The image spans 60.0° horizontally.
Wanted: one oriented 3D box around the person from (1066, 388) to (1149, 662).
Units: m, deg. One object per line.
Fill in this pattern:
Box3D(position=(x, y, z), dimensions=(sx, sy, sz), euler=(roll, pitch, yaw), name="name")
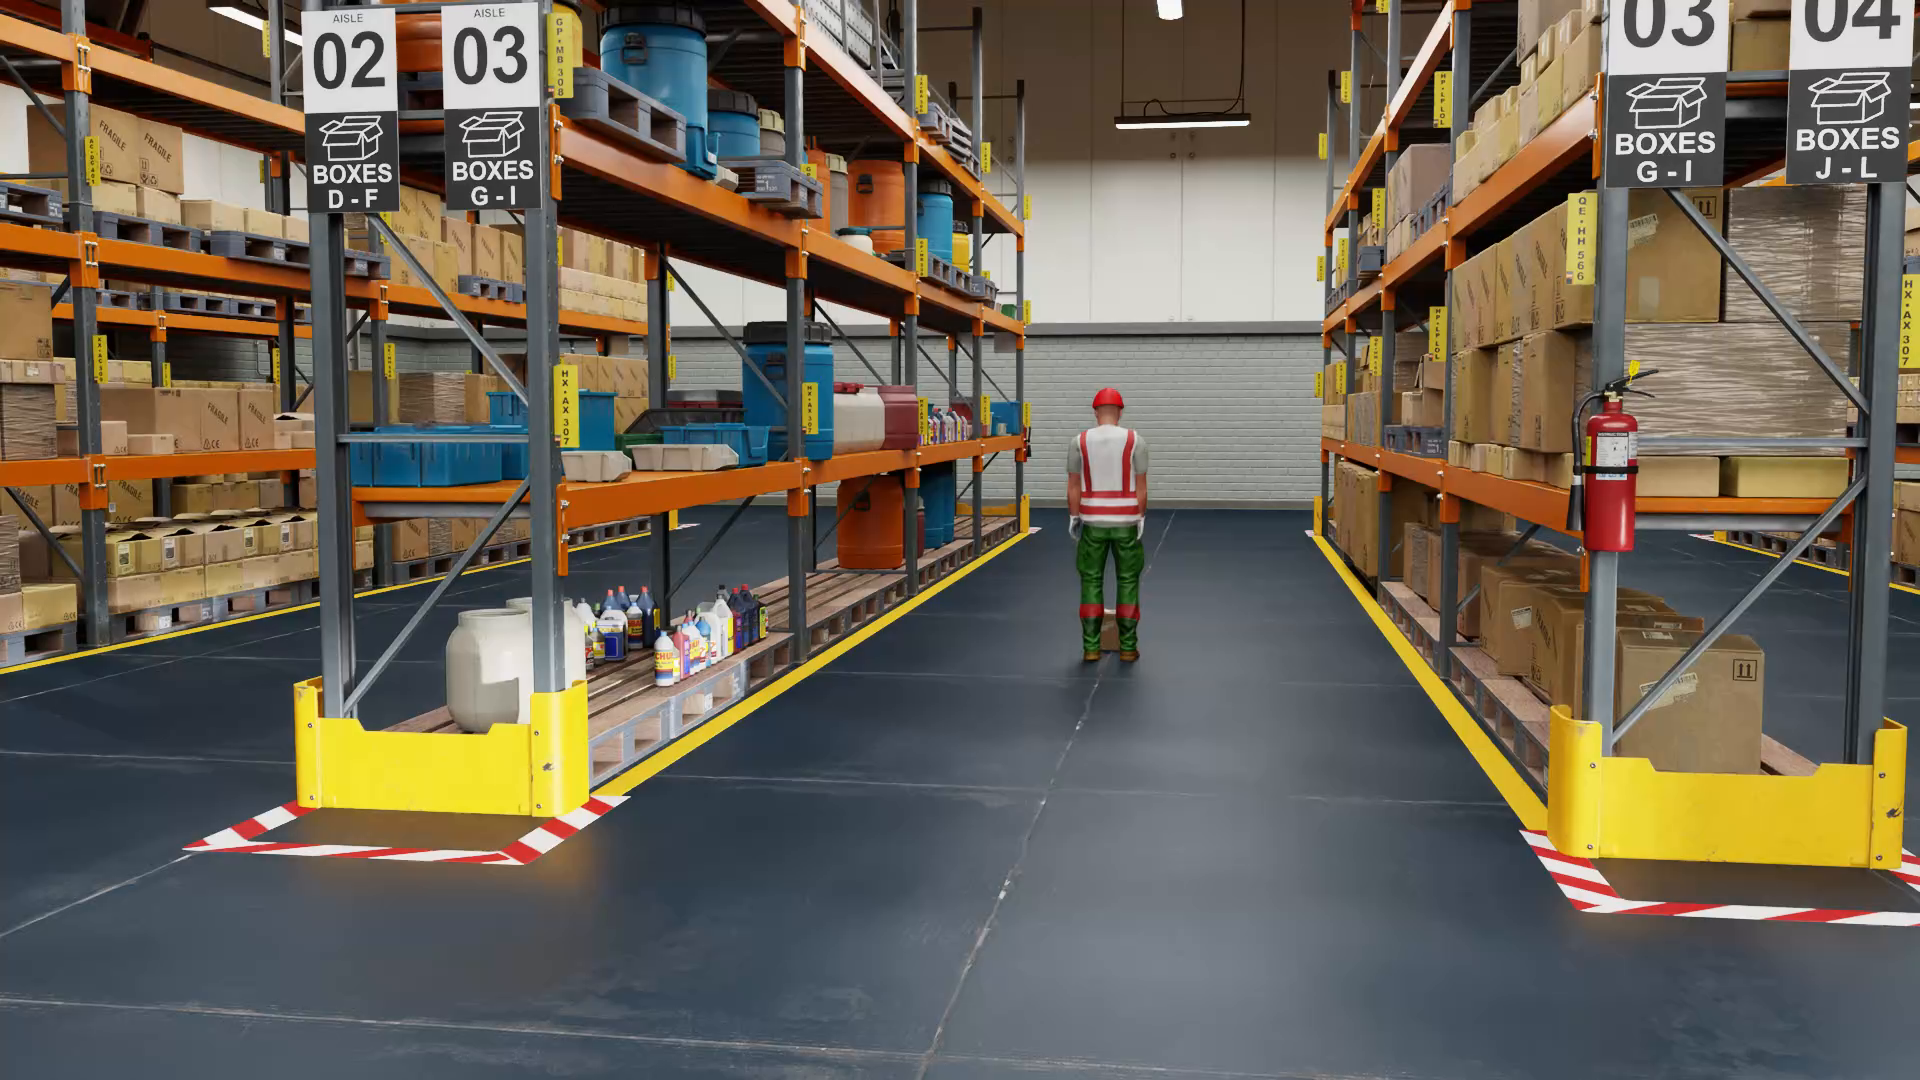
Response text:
Box3D(position=(0.966, -0.103, 10.883), dimensions=(0.530, 1.777, 0.371), euler=(1, 4, 10), name="person")
